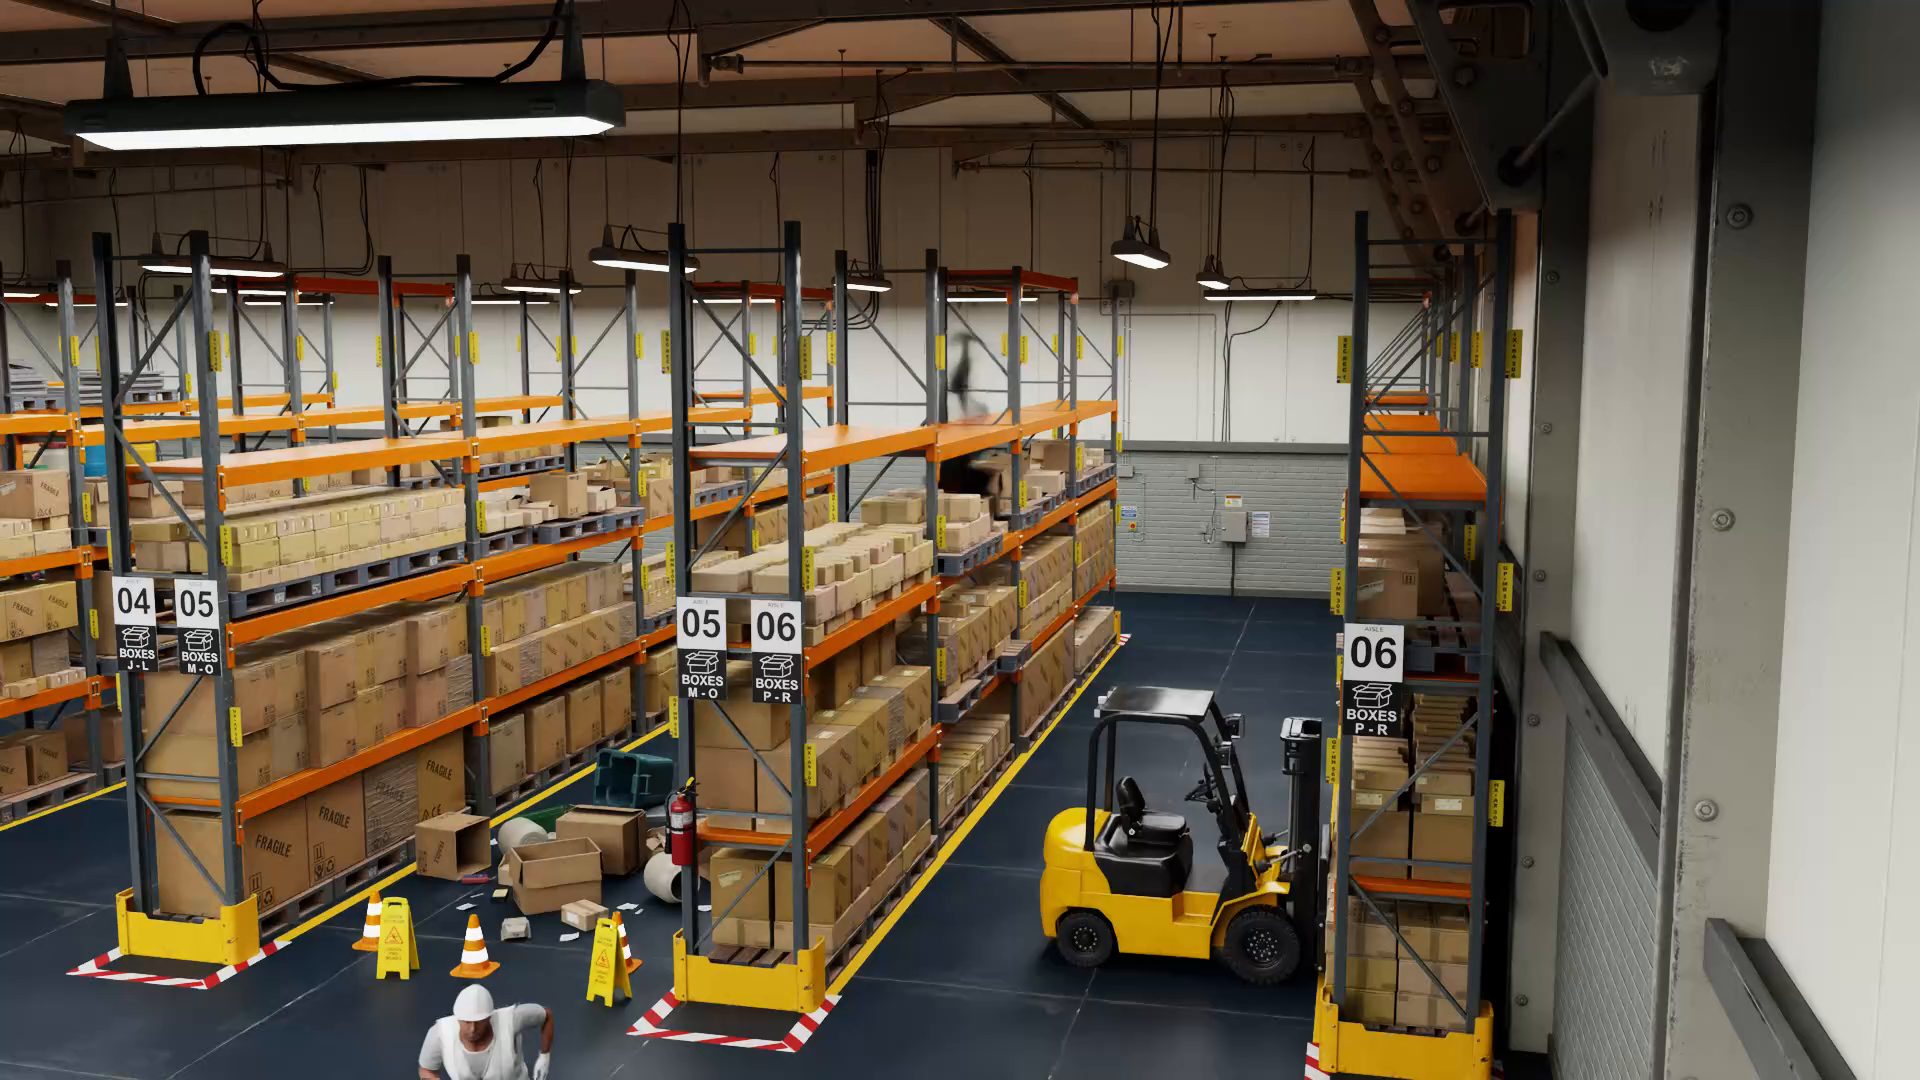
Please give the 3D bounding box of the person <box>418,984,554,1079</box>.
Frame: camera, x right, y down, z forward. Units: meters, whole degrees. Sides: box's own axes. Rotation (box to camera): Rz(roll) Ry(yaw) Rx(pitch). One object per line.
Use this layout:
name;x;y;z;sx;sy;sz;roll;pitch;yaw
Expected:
person;-2.654;3.219;9.410;0.728;1.730;1.035;-1;7;-9
